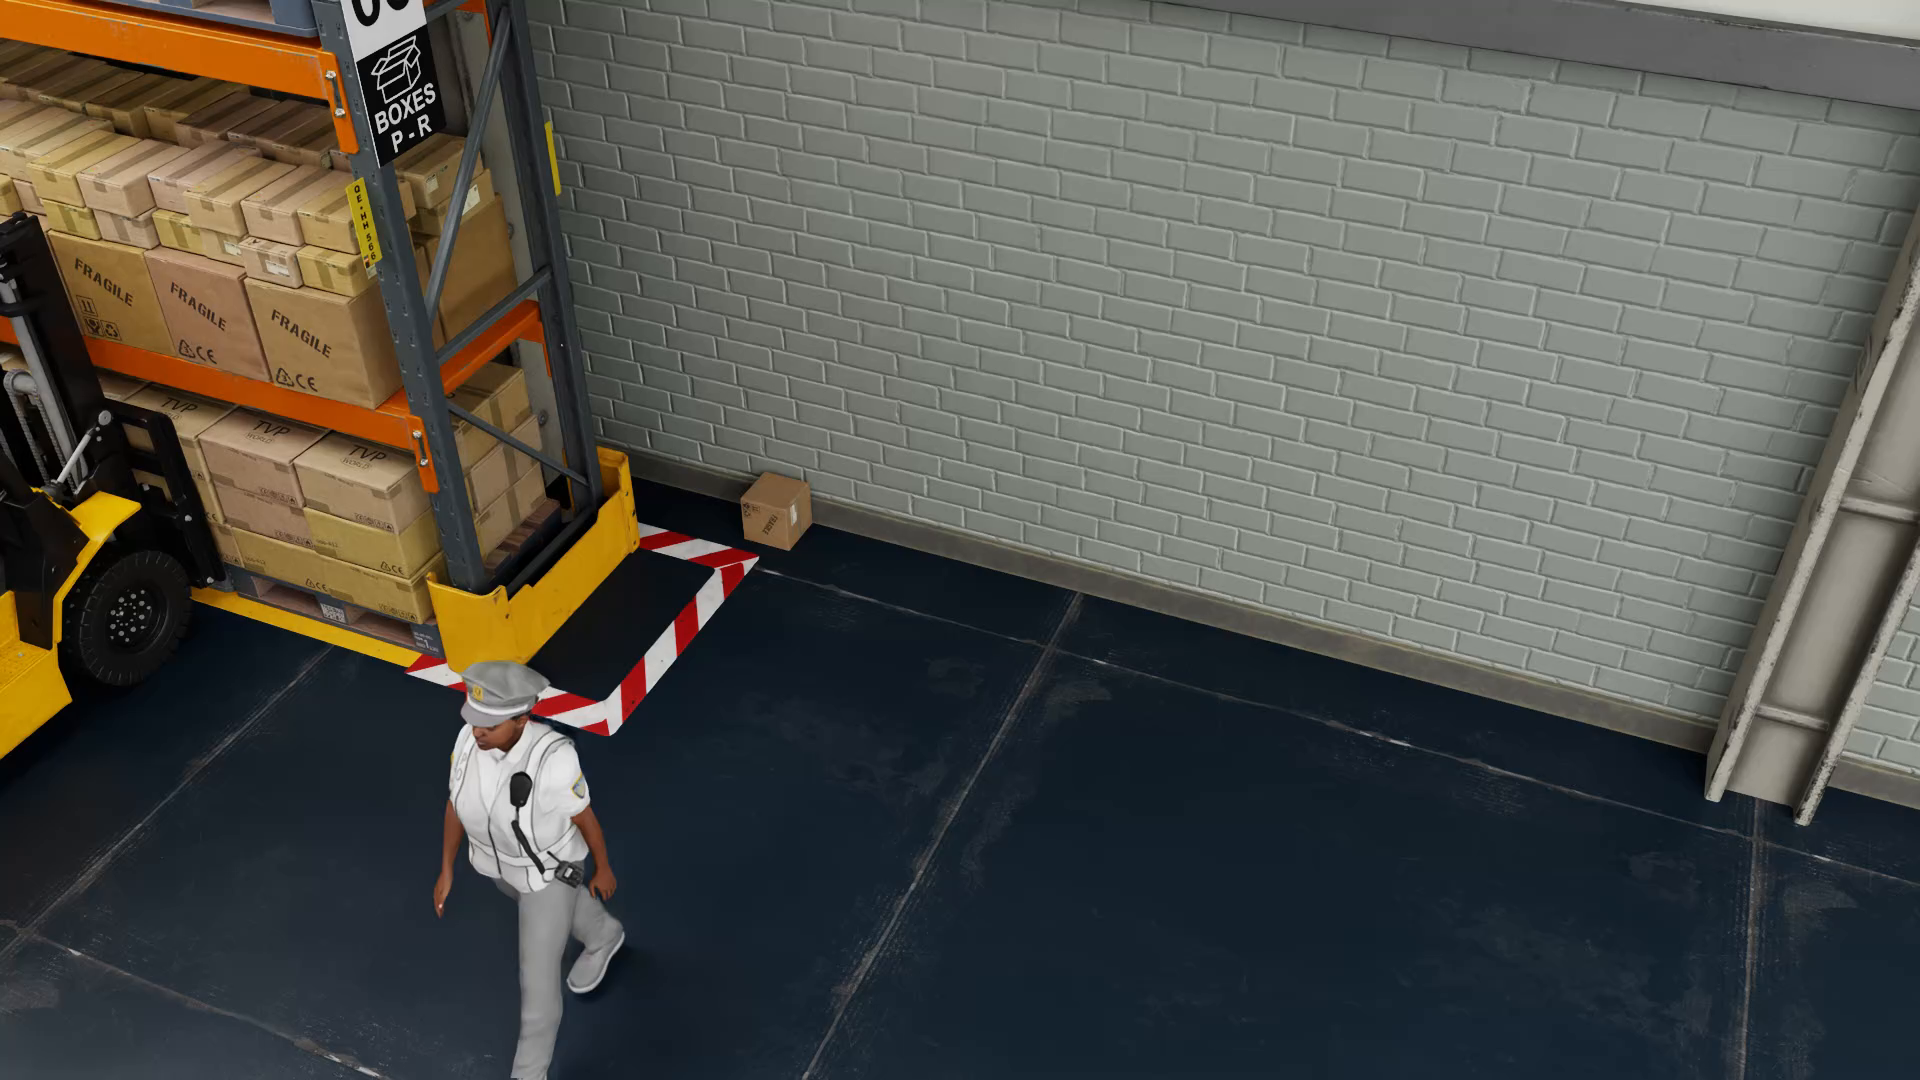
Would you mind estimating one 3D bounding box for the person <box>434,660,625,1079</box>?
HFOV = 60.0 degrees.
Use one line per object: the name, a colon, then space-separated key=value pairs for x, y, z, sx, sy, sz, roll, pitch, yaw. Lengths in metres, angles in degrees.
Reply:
person: x=-1.447 y=1.086 z=5.372 sx=0.483 sy=1.651 sz=0.911 roll=17 pitch=41 yaw=21
